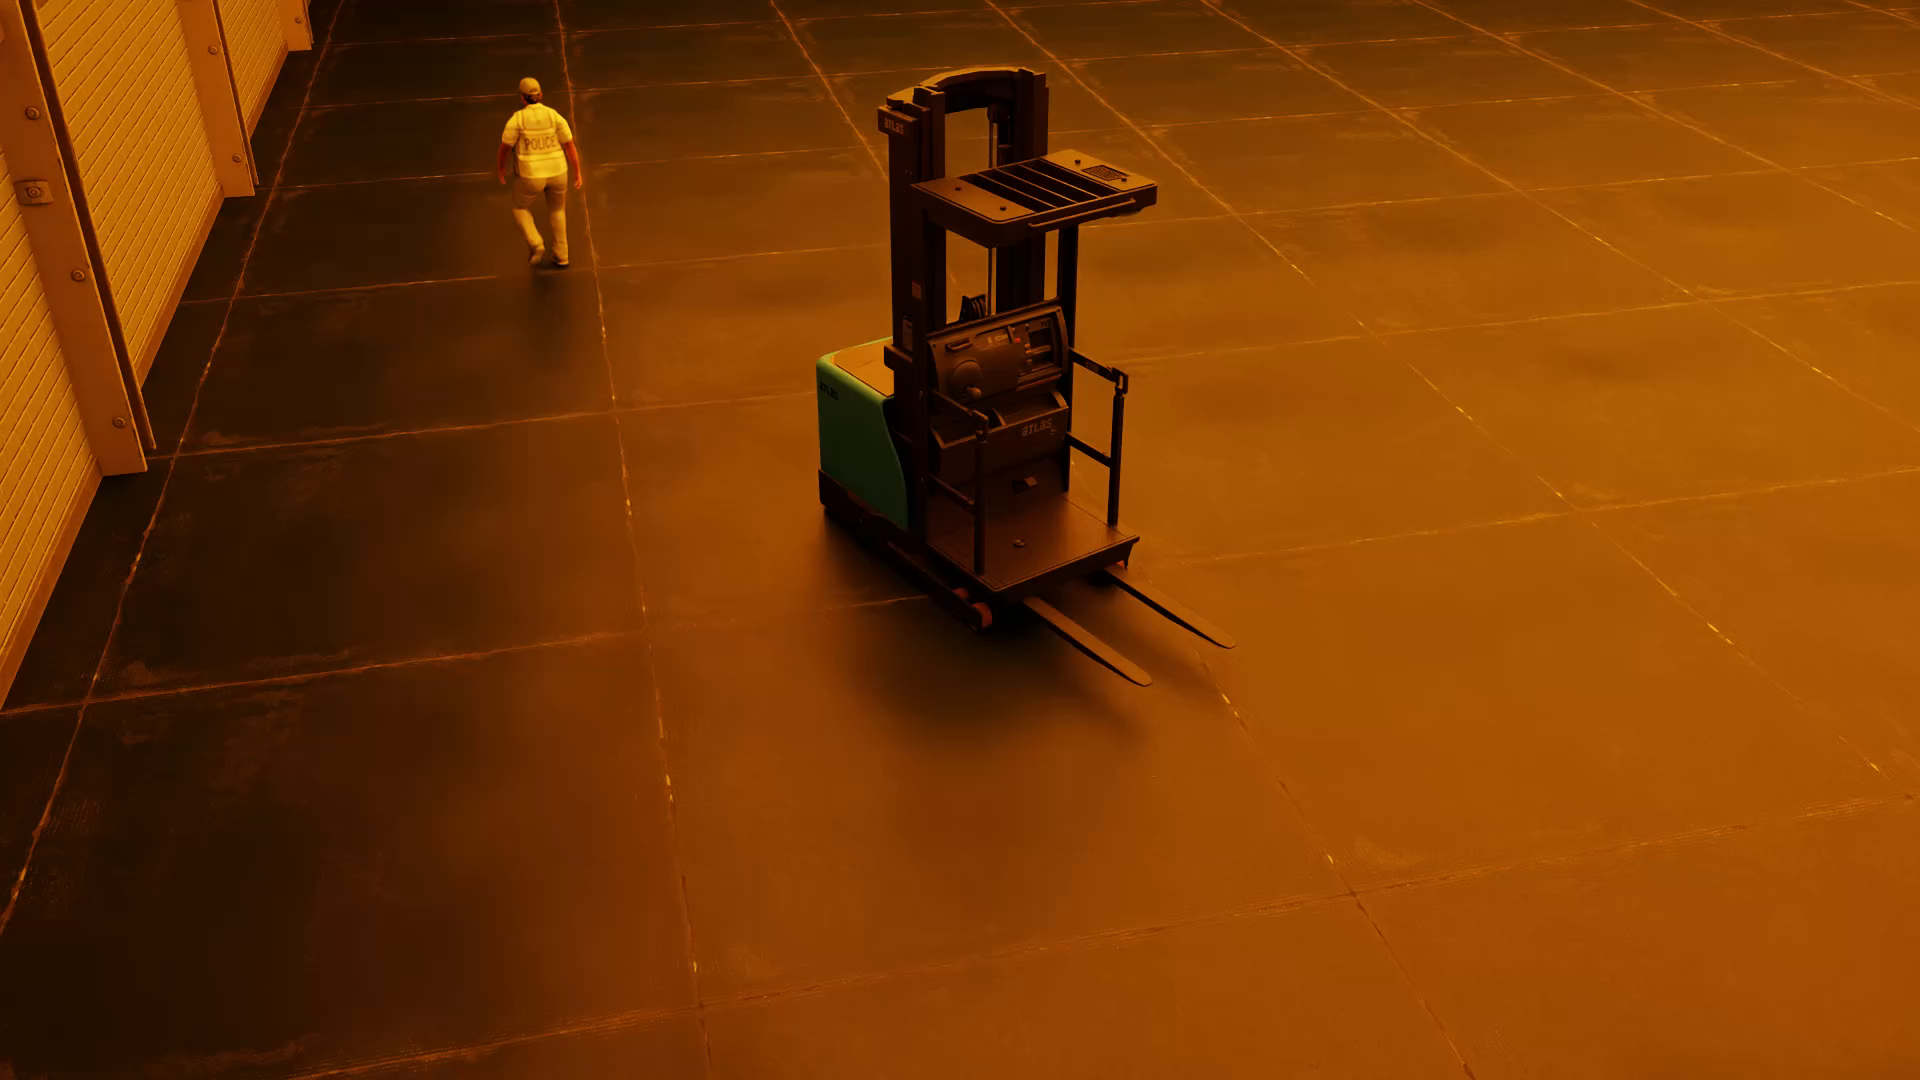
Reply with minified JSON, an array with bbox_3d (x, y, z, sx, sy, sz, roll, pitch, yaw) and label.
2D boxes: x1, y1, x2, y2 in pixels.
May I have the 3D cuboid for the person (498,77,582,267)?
[{"bbox_3d":[-3.616,-3.148,14.303,0.651,1.645,0.457,-15,33,-24],"label":"person"}]

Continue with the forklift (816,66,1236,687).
[{"bbox_3d":[0.355,-1.021,9.338,1.130,2.935,3.031,-20,35,-30],"label":"forklift"}]
